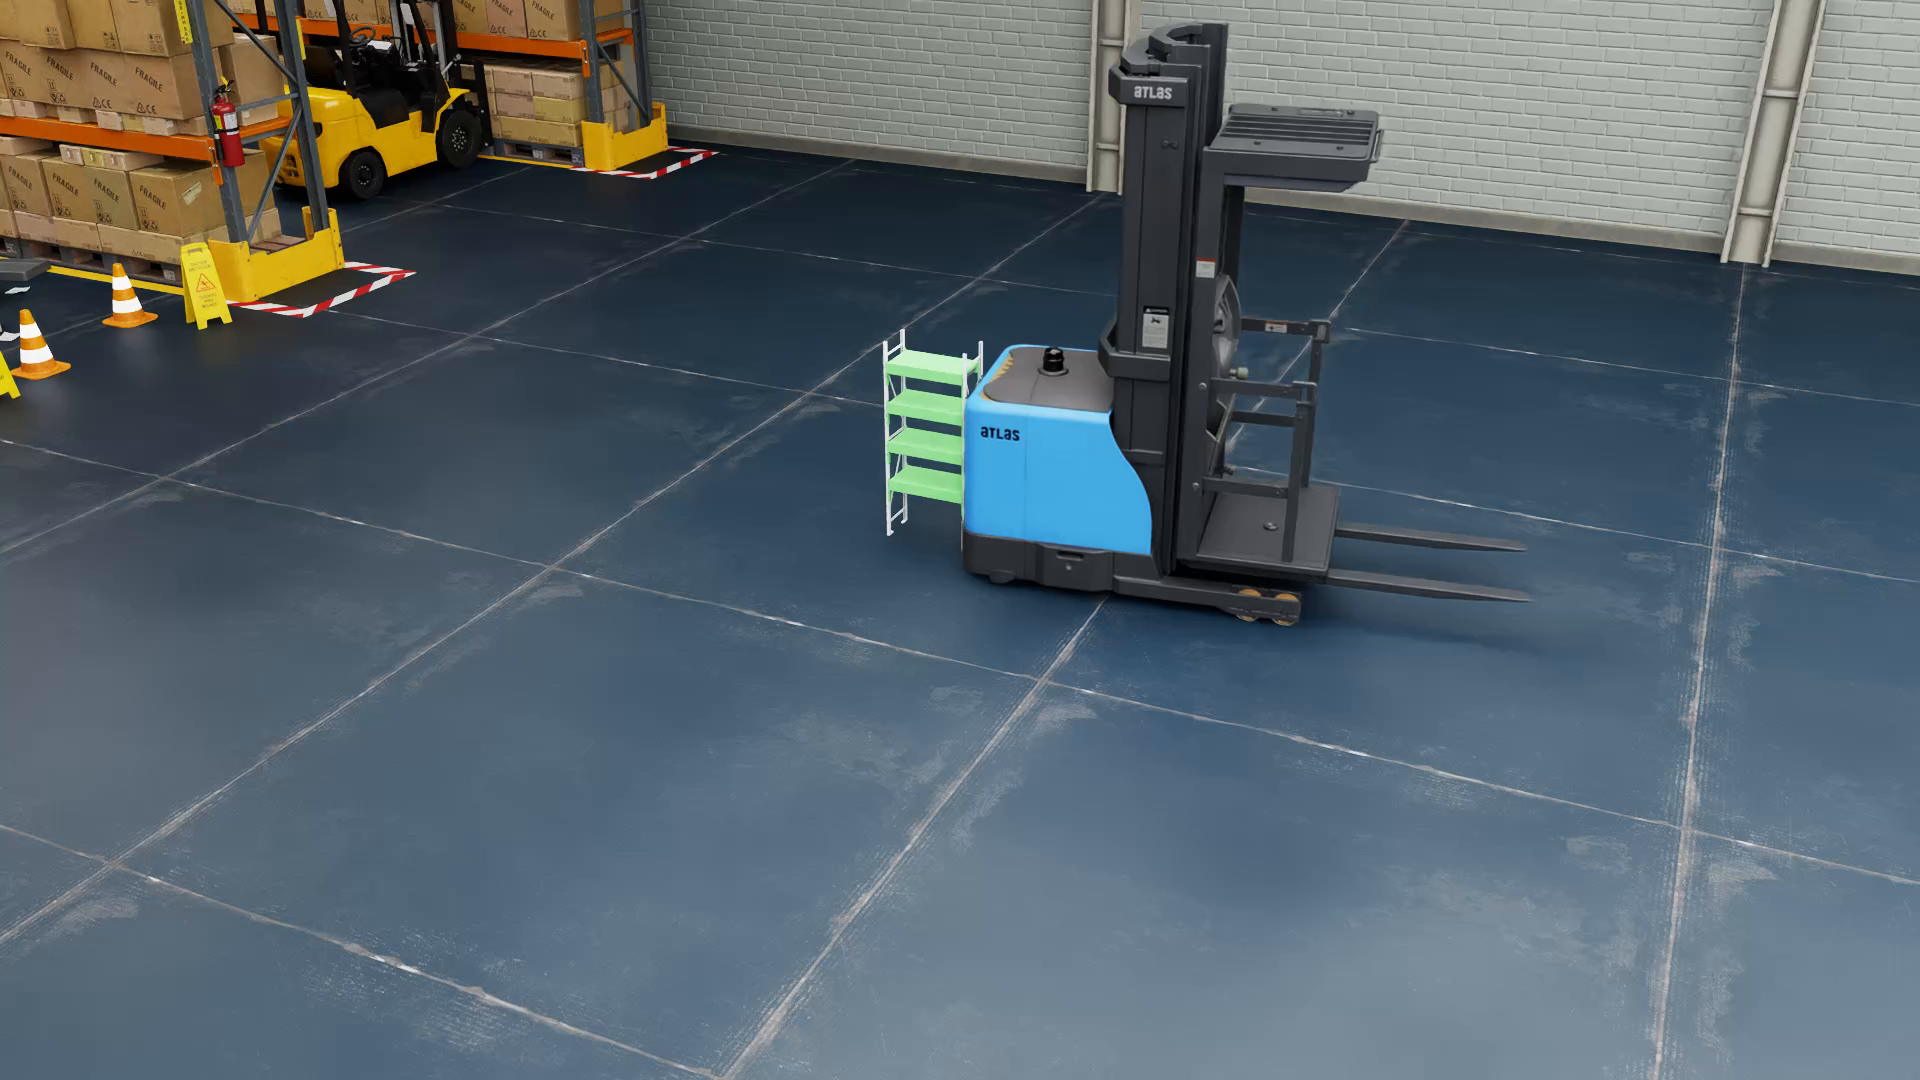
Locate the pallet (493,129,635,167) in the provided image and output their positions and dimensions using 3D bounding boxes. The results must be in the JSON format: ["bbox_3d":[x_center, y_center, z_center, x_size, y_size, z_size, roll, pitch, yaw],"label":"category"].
[{"bbox_3d":[-4.385,-4.416,18.480,1.213,0.211,1.003,11,28,22],"label":"pallet"}]

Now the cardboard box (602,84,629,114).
[{"bbox_3d":[-4.014,-4.893,18.363,0.500,0.250,0.500,12,29,23],"label":"cardboard box"}]

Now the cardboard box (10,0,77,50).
[{"bbox_3d":[-7.243,-4.327,13.562,0.500,0.500,0.700,11,28,21],"label":"cardboard box"}]

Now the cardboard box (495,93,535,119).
[{"bbox_3d":[-4.696,-4.782,18.139,0.500,0.250,0.500,11,28,21],"label":"cardboard box"}]

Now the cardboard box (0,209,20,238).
[{"bbox_3d":[-8.448,-2.924,14.931,0.500,0.250,0.500,13,29,25],"label":"cardboard box"}]

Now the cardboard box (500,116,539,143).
[{"bbox_3d":[-4.679,-4.552,18.238,0.500,0.250,0.500,11,28,22],"label":"cardboard box"}]

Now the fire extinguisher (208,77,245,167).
[{"bbox_3d":[-5.810,-3.306,13.158,0.183,0.674,0.296,11,28,22],"label":"fire extinguisher"}]

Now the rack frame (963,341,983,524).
[{"bbox_3d":[0.071,-0.524,9.456,0.015,1.200,0.240,11,28,22],"label":"rack frame"}]

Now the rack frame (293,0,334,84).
[{"bbox_3d":[-7.313,-6.275,19.100,0.127,3.000,1.000,11,28,22],"label":"rack frame"}]

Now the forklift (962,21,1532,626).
[{"bbox_3d":[1.588,-1.122,8.710,3.031,2.935,1.130,7,27,14],"label":"forklift"}]

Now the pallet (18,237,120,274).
[{"bbox_3d":[-7.624,-2.697,14.988,1.213,0.211,1.003,11,28,22],"label":"pallet"}]

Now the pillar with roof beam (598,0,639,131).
[{"bbox_3d":[-5.715,-6.994,13.768,0.400,9.000,9.100,11,28,22],"label":"pillar with roof beam"}]

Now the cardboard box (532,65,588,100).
[{"bbox_3d":[-4.220,-4.906,17.825,0.500,0.250,0.500,12,29,24],"label":"cardboard box"}]

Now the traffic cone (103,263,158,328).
[{"bbox_3d":[-6.649,-1.969,13.226,0.334,0.463,0.336,11,28,22],"label":"traffic cone"}]

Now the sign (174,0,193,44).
[{"bbox_3d":[-5.971,-3.989,12.788,0.005,0.325,0.100,11,28,22],"label":"sign"}]

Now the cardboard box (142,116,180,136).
[{"bbox_3d":[-6.429,-3.419,13.582,0.250,0.149,0.380,11,28,21],"label":"cardboard box"}]

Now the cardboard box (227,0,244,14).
[{"bbox_3d":[-8.340,-6.285,19.289,0.500,0.250,0.500,11,28,22],"label":"cardboard box"}]

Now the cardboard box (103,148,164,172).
[{"bbox_3d":[-6.922,-3.211,13.931,0.250,0.149,0.380,12,29,23],"label":"cardboard box"}]

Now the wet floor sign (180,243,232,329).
[{"bbox_3d":[-5.993,-2.026,13.135,0.232,0.644,0.267,23,35,39],"label":"wet floor sign"}]

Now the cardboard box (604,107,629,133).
[{"bbox_3d":[-4.038,-4.667,18.471,0.500,0.250,0.500,11,28,22],"label":"cardboard box"}]

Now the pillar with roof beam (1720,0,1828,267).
[{"bbox_3d":[5.209,-4.800,9.312,0.400,9.000,9.100,11,28,22],"label":"pillar with roof beam"}]

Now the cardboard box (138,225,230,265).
[{"bbox_3d":[-6.592,-2.546,14.163,0.500,0.250,0.500,11,28,22],"label":"cardboard box"}]

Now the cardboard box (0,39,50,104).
[{"bbox_3d":[-7.693,-4.001,14.030,0.500,0.500,0.500,12,29,22],"label":"cardboard box"}]

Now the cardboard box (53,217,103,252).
[{"bbox_3d":[-7.517,-2.733,14.543,0.500,0.250,0.500,10,28,20],"label":"cardboard box"}]

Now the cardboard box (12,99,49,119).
[{"bbox_3d":[-7.809,-3.707,14.168,0.250,0.149,0.380,11,28,22],"label":"cardboard box"}]

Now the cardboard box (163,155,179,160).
[{"bbox_3d":[-6.843,-3.195,14.633,0.500,0.500,0.500,10,28,20],"label":"cardboard box"}]

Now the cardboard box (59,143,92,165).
[{"bbox_3d":[-7.389,-3.308,14.126,0.250,0.149,0.380,13,29,24],"label":"cardboard box"}]

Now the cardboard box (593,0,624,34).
[{"bbox_3d":[-4.008,-5.791,18.003,0.500,0.500,0.500,12,29,23],"label":"cardboard box"}]

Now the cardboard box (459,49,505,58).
[{"bbox_3d":[-5.402,-5.393,18.814,0.500,0.250,0.500,11,28,21],"label":"cardboard box"}]

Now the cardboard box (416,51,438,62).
[{"bbox_3d":[-6.084,-5.280,18.584,0.500,0.250,0.500,12,29,24],"label":"cardboard box"}]

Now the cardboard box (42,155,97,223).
[{"bbox_3d":[-7.493,-3.069,14.377,0.500,0.500,0.500,11,28,21],"label":"cardboard box"}]

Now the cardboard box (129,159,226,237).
[{"bbox_3d":[-6.560,-2.880,13.993,0.500,0.500,0.500,12,28,22],"label":"cardboard box"}]

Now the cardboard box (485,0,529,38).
[{"bbox_3d":[-4.697,-5.672,17.761,0.500,0.500,0.500,12,29,23],"label":"cardboard box"}]

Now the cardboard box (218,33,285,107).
[{"bbox_3d":[-6.040,-3.924,13.874,0.500,0.500,0.500,11,28,21],"label":"cardboard box"}]

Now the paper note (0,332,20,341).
[{"bbox_3d":[-7.408,-1.588,12.941,0.142,0.019,0.148,2,26,4],"label":"paper note"}]

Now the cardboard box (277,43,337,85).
[{"bbox_3d":[-7.793,-5.489,19.716,0.625,0.625,0.875,13,29,24],"label":"cardboard box"}]

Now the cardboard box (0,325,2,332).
[{"bbox_3d":[-7.752,-1.696,13.026,0.380,0.149,0.250,-18,31,-31],"label":"cardboard box"}]

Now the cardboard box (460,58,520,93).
[{"bbox_3d":[-5.151,-5.085,18.189,0.500,0.250,0.500,12,29,22],"label":"cardboard box"}]

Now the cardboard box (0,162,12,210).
[{"bbox_3d":[-8.447,-3.260,14.765,0.500,0.500,0.500,13,29,24],"label":"cardboard box"}]

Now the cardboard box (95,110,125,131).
[{"bbox_3d":[-6.900,-3.509,13.766,0.250,0.149,0.380,12,29,23],"label":"cardboard box"}]

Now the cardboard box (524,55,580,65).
[{"bbox_3d":[-4.487,-5.201,18.424,0.500,0.250,0.500,11,28,22],"label":"cardboard box"}]

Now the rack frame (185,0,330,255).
[{"bbox_3d":[-5.723,-3.547,13.559,0.127,3.000,1.000,11,28,22],"label":"rack frame"}]

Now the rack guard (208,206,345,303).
[{"bbox_3d":[-5.792,-2.440,14.140,0.348,0.500,1.175,11,28,22],"label":"rack guard"}]

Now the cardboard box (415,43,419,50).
[{"bbox_3d":[-6.318,-5.580,19.193,0.500,0.250,0.500,11,28,21],"label":"cardboard box"}]

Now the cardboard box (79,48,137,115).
[{"bbox_3d":[-6.785,-3.808,13.638,0.500,0.500,0.500,11,28,22],"label":"cardboard box"}]

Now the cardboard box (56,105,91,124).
[{"bbox_3d":[-7.345,-3.623,13.997,0.250,0.149,0.380,11,28,21],"label":"cardboard box"}]

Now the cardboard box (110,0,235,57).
[{"bbox_3d":[-6.279,-4.180,13.262,0.500,0.500,0.700,11,28,21],"label":"cardboard box"}]

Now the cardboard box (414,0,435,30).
[{"bbox_3d":[-5.626,-5.853,18.129,0.500,0.500,0.500,12,28,22],"label":"cardboard box"}]

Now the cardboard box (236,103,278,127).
[{"bbox_3d":[-5.947,-3.580,13.910,0.250,0.149,0.380,11,28,22],"label":"cardboard box"}]

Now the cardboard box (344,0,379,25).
[{"bbox_3d":[-6.536,-6.045,18.520,0.500,0.500,0.500,12,29,23],"label":"cardboard box"}]

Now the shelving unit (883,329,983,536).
[{"bbox_3d":[-0.151,-0.569,9.546,0.503,1.200,0.258,11,28,22],"label":"shelving unit"}]

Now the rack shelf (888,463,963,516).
[{"bbox_3d":[-0.151,-0.296,9.681,0.480,0.148,0.258,11,28,22],"label":"rack shelf"}]

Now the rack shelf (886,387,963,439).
[{"bbox_3d":[-0.151,-0.727,9.469,0.480,0.148,0.258,11,28,22],"label":"rack shelf"}]

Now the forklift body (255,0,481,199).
[{"bbox_3d":[-6.153,-4.776,17.016,1.214,2.155,2.313,11,28,22],"label":"forklift body"}]

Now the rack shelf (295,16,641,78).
[{"bbox_3d":[-5.492,-5.587,18.516,4.000,0.370,1.077,11,28,22],"label":"rack shelf"}]
